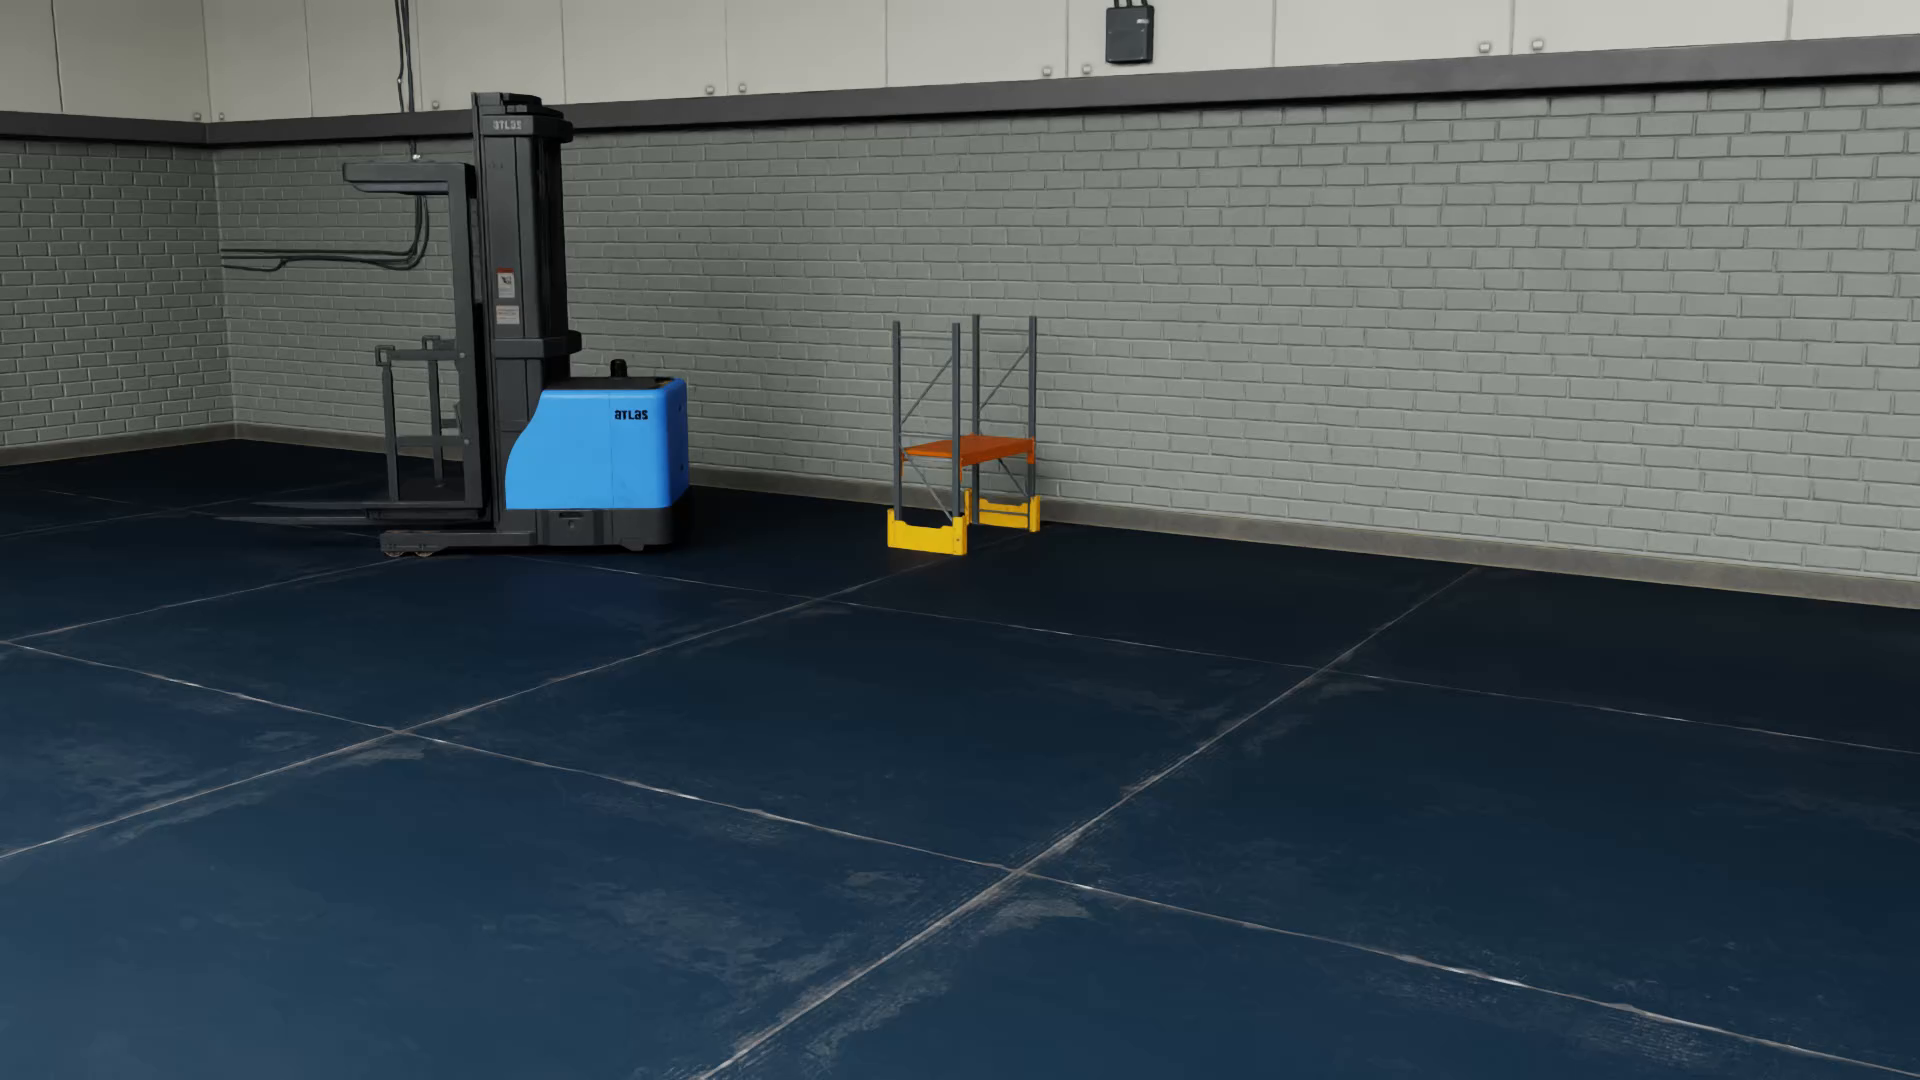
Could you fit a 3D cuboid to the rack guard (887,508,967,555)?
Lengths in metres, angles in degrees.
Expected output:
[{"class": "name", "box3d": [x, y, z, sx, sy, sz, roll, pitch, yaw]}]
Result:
[{"class": "rack guard", "box3d": [-0.219, -0.057, 10.991, 0.587, 0.250, 0.087, 6, 12, 31]}]

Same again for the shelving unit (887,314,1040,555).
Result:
[{"class": "shelving unit", "box3d": [0.040, -0.749, 11.295, 0.587, 1.500, 1.083, 6, 12, 31]}]

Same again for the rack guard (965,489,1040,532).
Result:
[{"class": "rack guard", "box3d": [0.298, -0.213, 11.828, 0.587, 0.250, 0.087, 6, 12, 31]}]

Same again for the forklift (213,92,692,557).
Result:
[{"class": "forklift", "box3d": [-3.398, -1.430, 11.042, 3.031, 2.935, 1.130, 0, 11, -1]}]

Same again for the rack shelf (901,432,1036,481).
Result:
[{"class": "rack shelf", "box3d": [0.044, -0.574, 11.335, 0.538, 0.185, 1.000, 6, 12, 31]}]

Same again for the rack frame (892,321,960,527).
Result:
[{"class": "rack frame", "box3d": [-0.220, -0.671, 10.875, 0.500, 1.500, 0.032, 6, 12, 31]}]

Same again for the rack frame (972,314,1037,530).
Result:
[{"class": "rack frame", "box3d": [0.308, -0.831, 11.729, 0.500, 1.500, 0.032, 6, 12, 31]}]

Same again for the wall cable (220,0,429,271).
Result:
[{"class": "wall cable", "box3d": [-6.121, -3.785, 15.569, 3.097, 2.526, 0.112, 6, 12, 31]}]

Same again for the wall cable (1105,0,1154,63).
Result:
[{"class": "wall cable", "box3d": [1.984, -6.073, 10.112, 2.305, 6.003, 0.169, 6, 12, 31]}]
